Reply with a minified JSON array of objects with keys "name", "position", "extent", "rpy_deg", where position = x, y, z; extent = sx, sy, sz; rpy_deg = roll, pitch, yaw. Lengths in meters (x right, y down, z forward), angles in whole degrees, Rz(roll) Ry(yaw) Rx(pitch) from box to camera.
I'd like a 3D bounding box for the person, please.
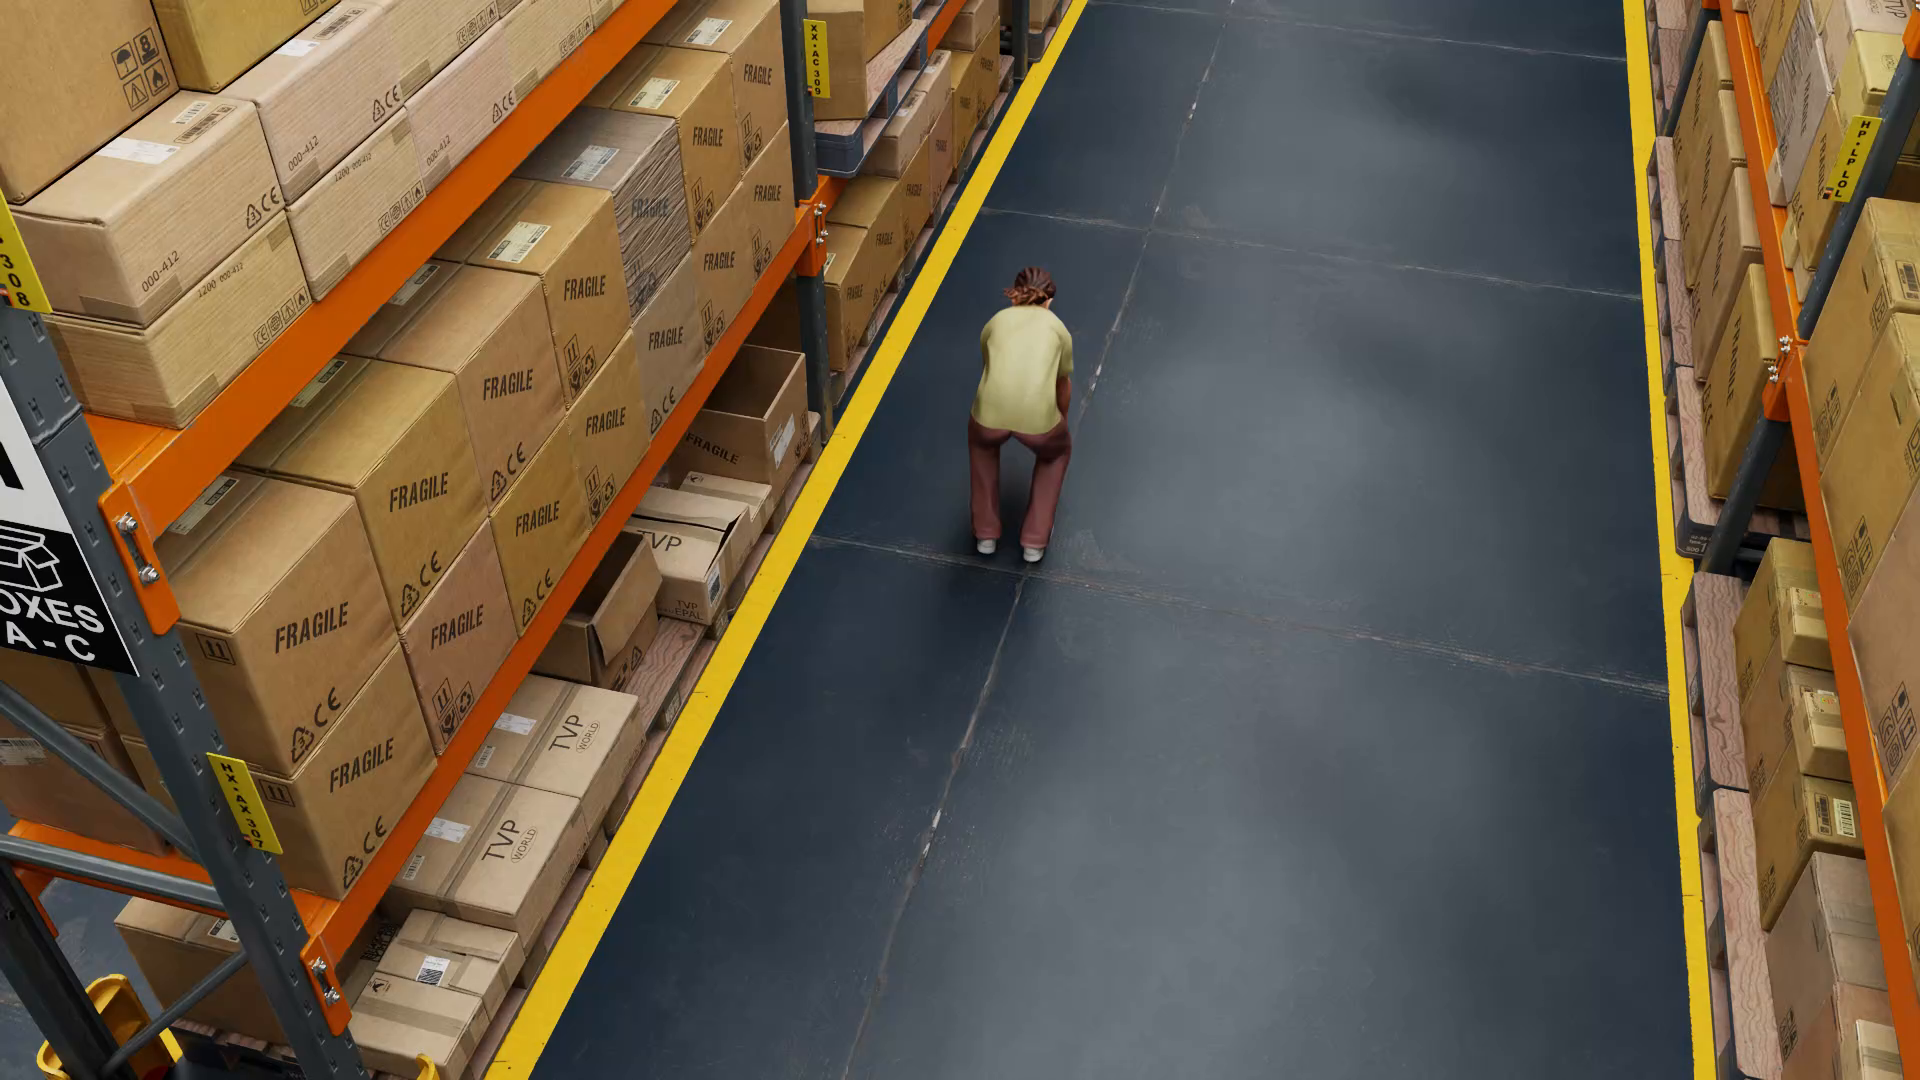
[{"name":"person","position":[0.270,-0.542,7.213],"extent":[0.453,1.105,0.860],"rpy_deg":[6,42,7]}]
